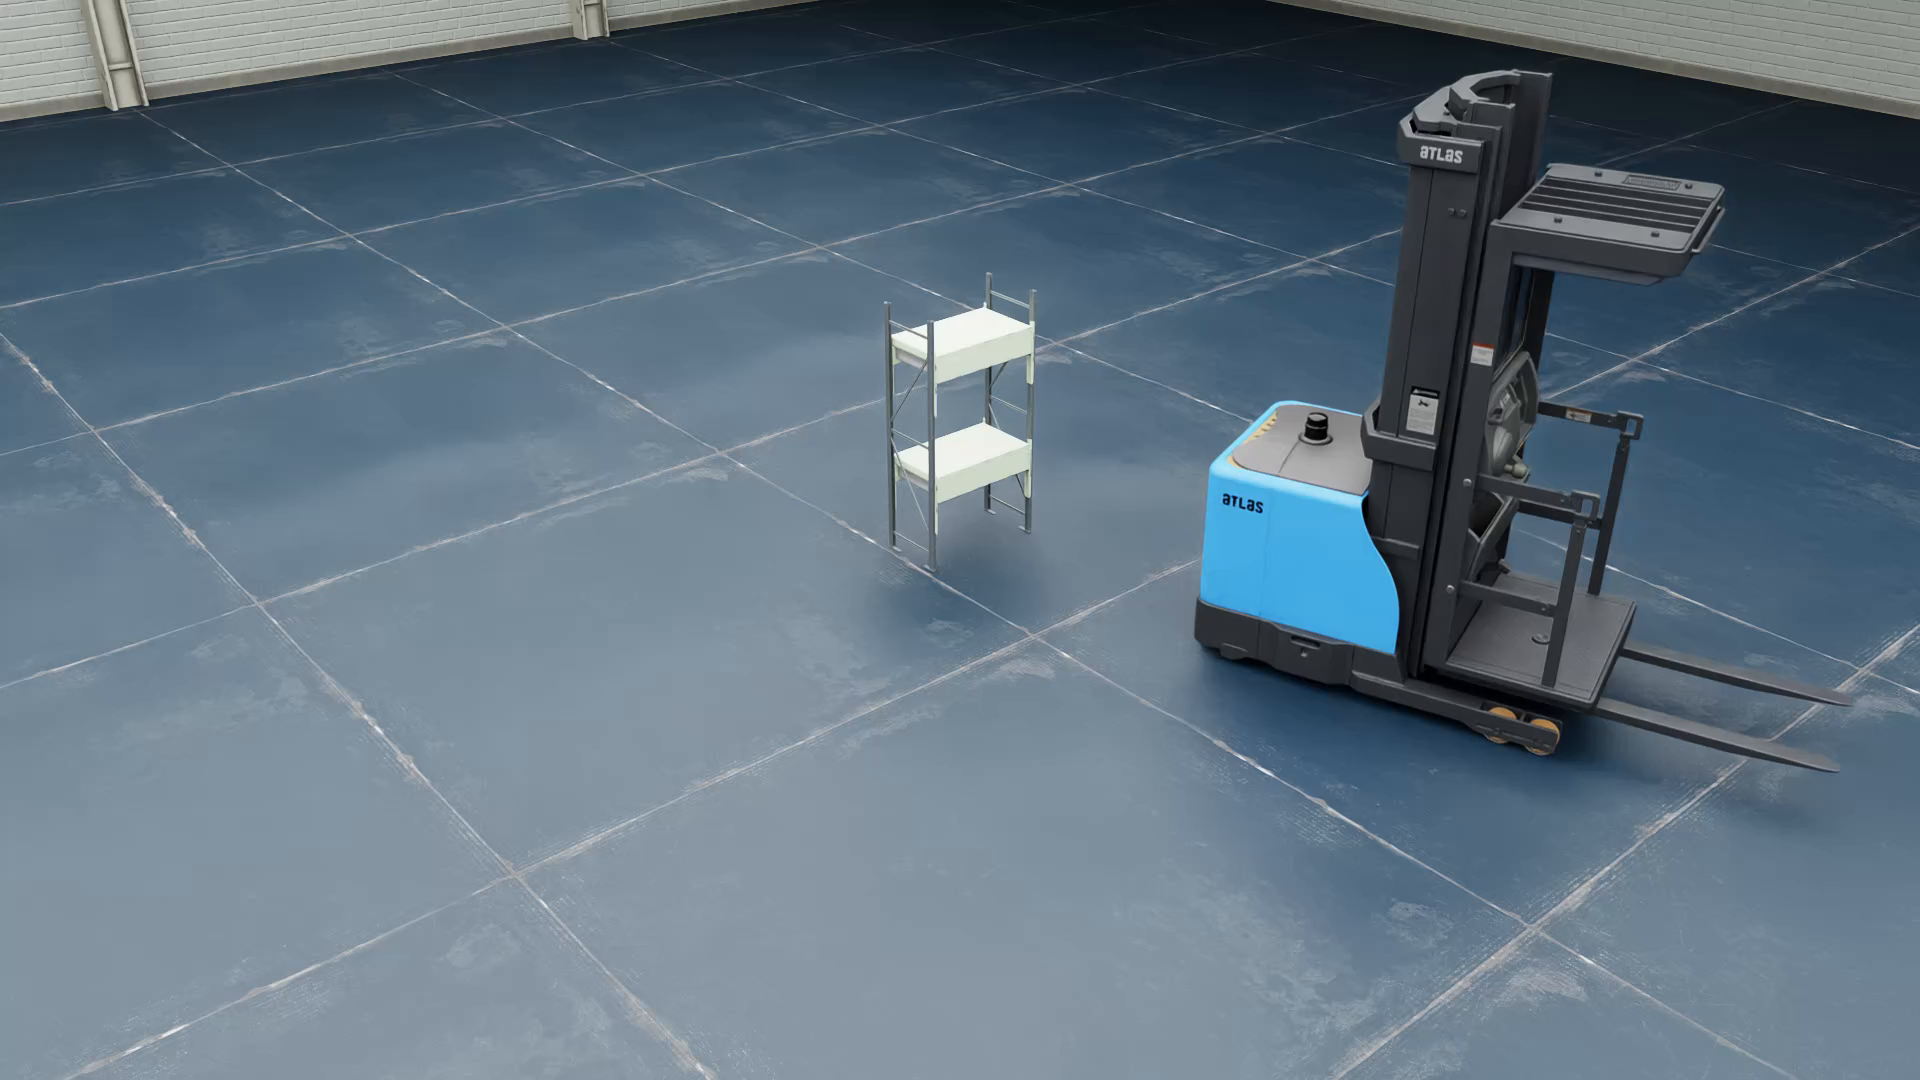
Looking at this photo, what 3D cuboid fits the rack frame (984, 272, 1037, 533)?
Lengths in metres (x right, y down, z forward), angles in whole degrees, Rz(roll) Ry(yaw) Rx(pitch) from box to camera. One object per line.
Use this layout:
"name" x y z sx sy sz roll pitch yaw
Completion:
"rack frame" 0.284 -0.775 9.610 0.023 1.500 0.400 -22 35 -35

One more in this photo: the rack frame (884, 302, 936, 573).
"rack frame" -0.273 -0.552 9.191 0.023 1.500 0.400 -22 35 -35

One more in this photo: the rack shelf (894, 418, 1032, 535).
"rack shelf" 0.005 -0.376 9.554 0.720 0.370 0.431 -22 35 -35

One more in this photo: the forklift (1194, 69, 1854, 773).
"forklift" 2.751 -0.565 7.697 3.031 2.935 1.130 15 32 26

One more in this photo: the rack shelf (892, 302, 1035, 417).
"rack shelf" 0.005 -1.008 9.216 0.720 0.370 0.431 -22 35 -35

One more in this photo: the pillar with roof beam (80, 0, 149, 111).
"pillar with roof beam" -6.760 -7.410 14.068 0.400 9.000 9.100 -22 35 -35

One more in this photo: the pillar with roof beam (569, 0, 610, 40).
"pillar with roof beam" -2.196 -9.246 17.503 0.400 9.000 9.100 -22 35 -35

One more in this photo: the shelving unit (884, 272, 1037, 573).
"shelving unit" 0.005 -0.664 9.400 0.755 1.500 0.431 -22 35 -35
